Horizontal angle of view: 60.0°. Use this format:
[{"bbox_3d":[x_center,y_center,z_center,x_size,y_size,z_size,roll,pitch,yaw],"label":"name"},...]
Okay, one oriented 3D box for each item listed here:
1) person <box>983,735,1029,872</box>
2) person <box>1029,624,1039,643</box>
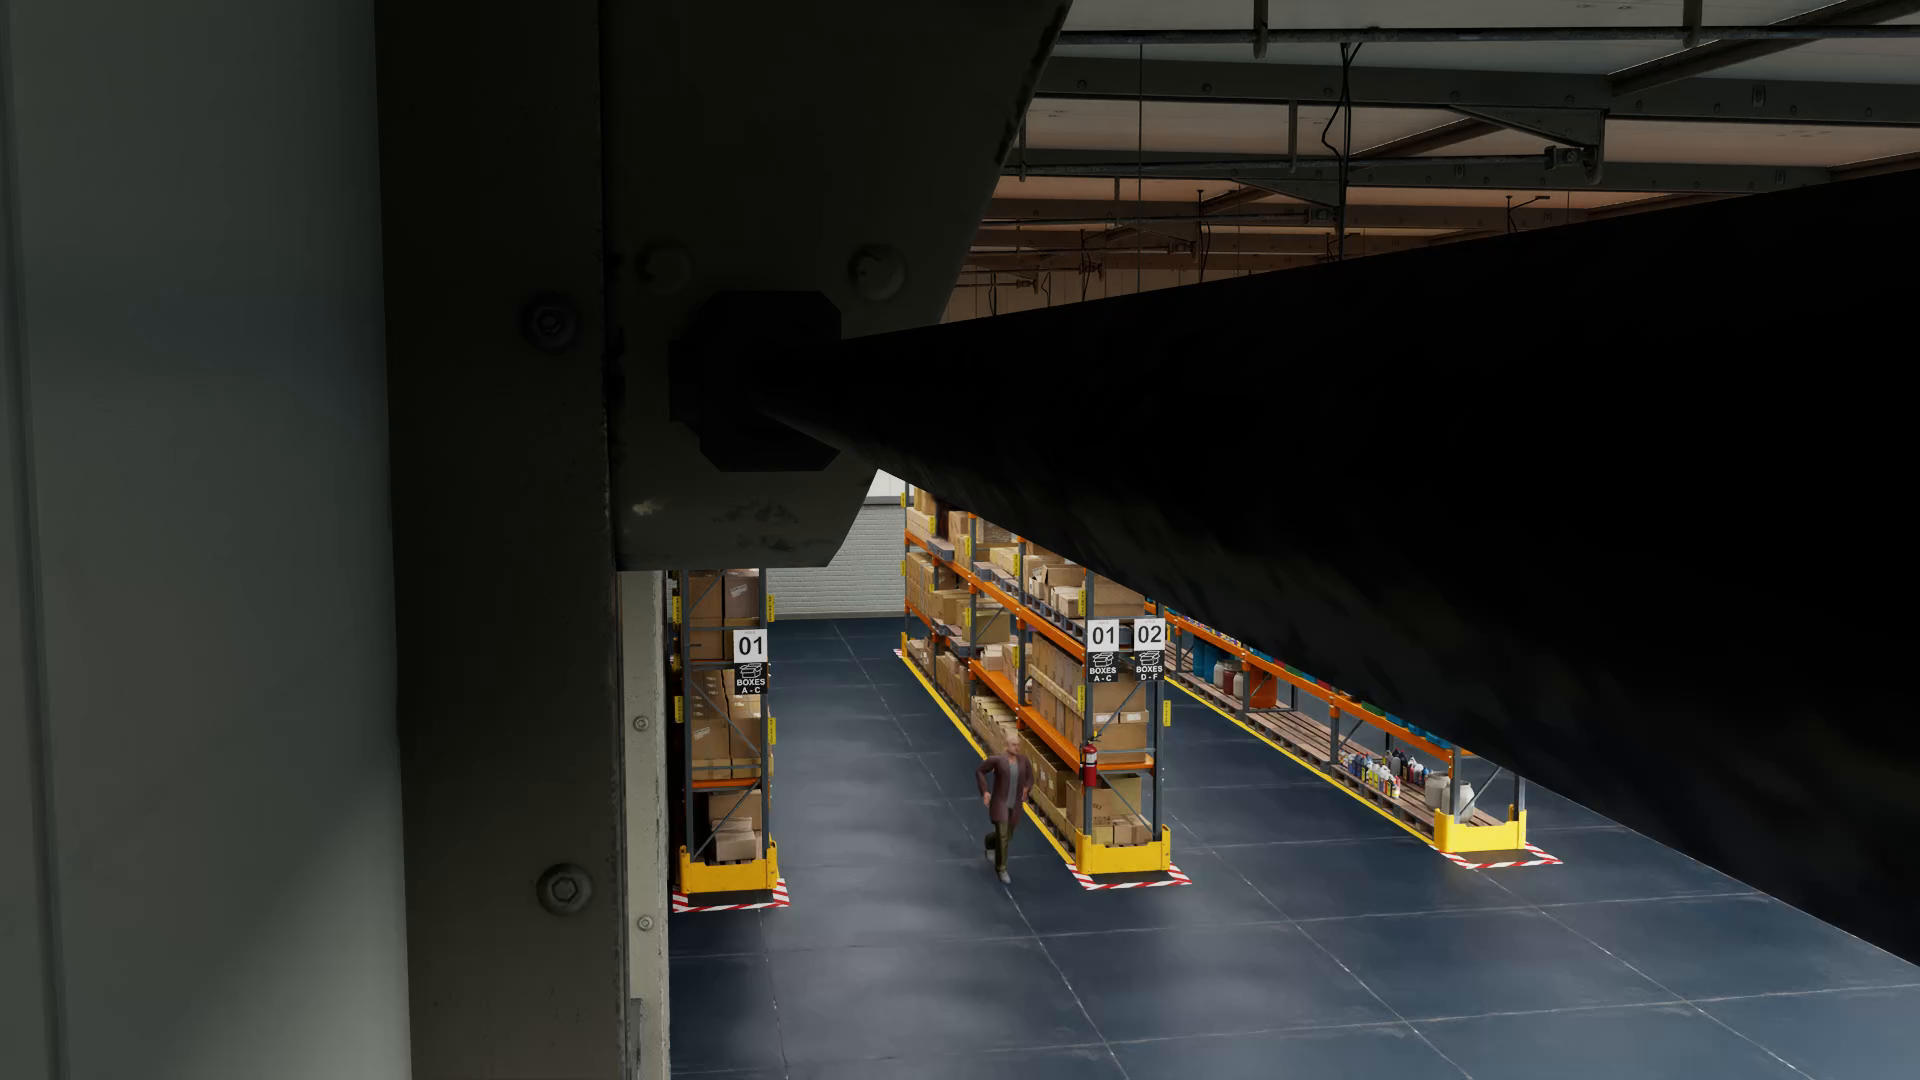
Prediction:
[{"bbox_3d":[0.572,3.254,20.850,0.708,1.650,0.755,-2,6,-22],"label":"person"},{"bbox_3d":[1.585,1.937,34.626,0.515,1.638,0.743,-1,6,-14],"label":"person"}]
